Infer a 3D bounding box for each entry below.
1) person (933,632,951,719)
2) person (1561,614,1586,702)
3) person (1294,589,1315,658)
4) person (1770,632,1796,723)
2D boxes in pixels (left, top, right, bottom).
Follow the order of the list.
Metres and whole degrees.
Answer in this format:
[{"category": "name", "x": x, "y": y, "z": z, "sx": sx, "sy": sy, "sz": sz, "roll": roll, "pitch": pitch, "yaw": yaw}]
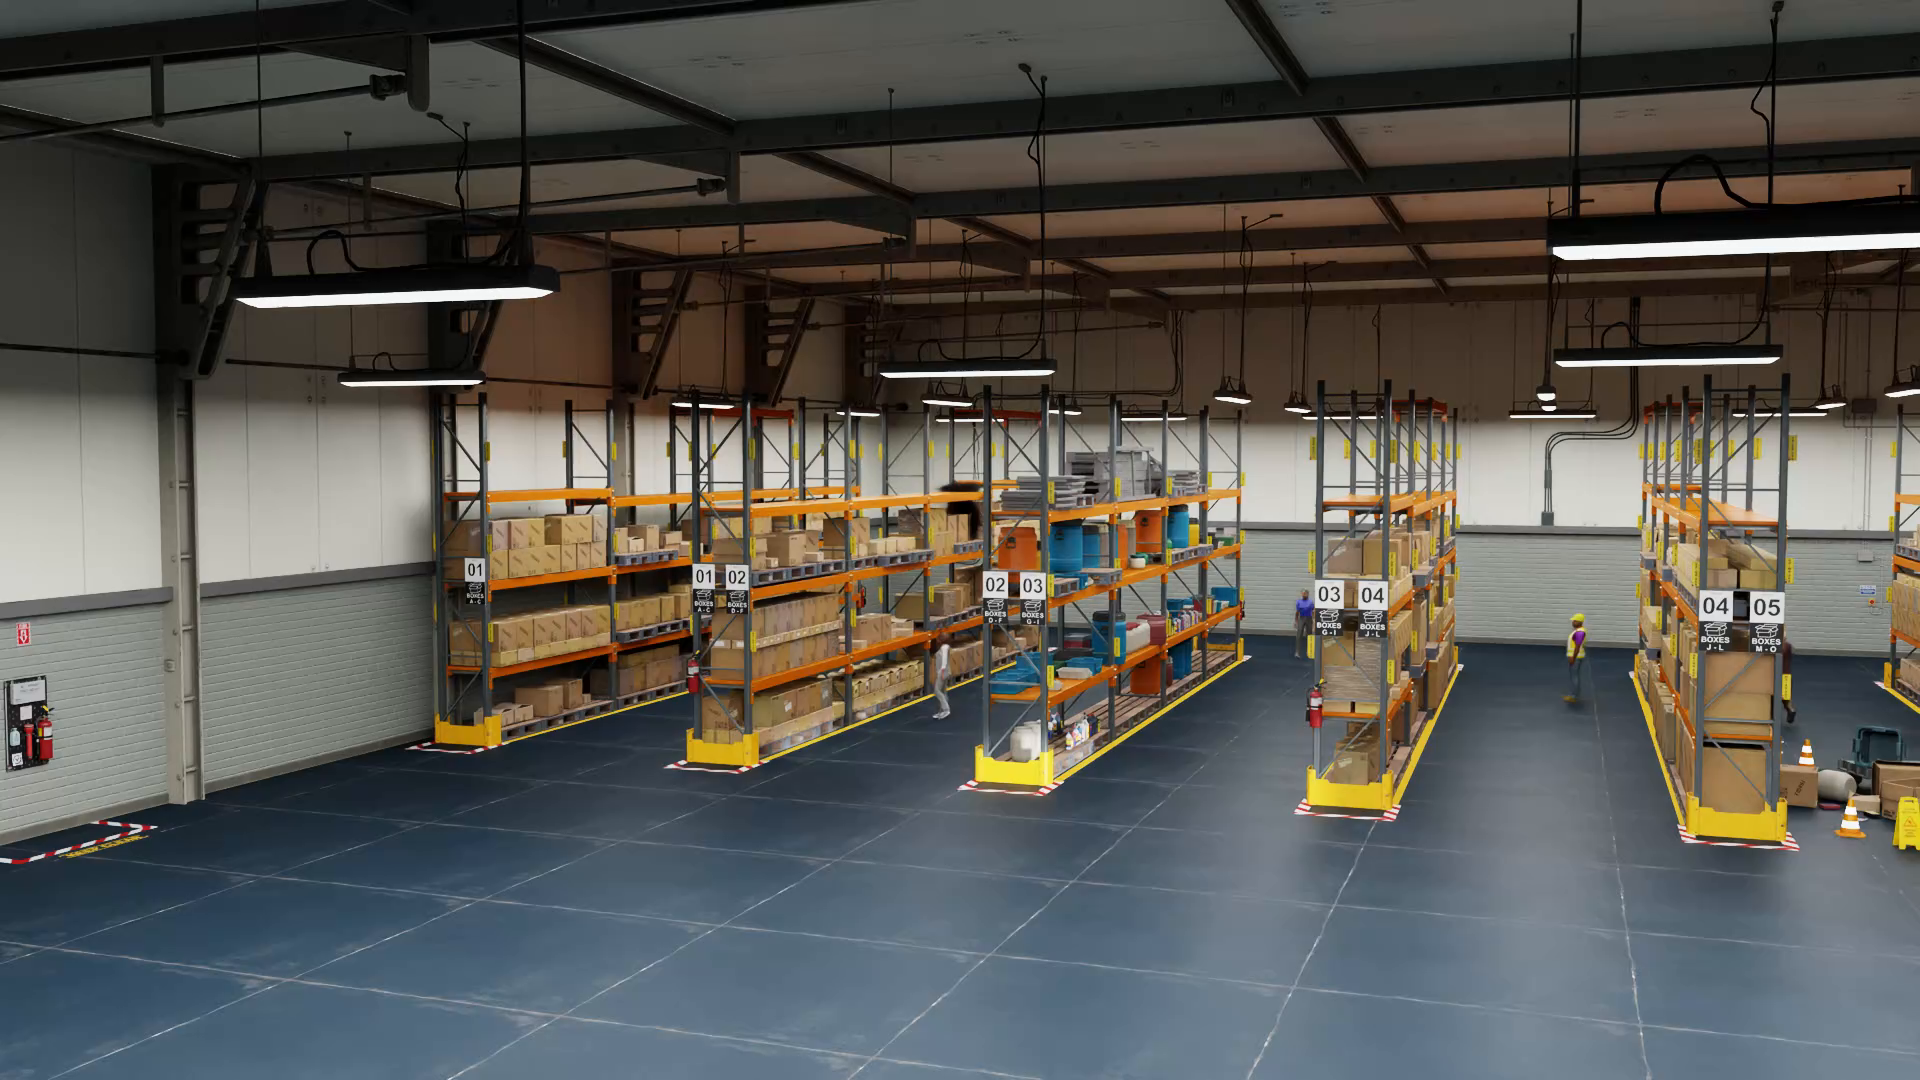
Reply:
[{"category": "person", "x": -0.335, "y": 2.539, "z": 31.230, "sx": 0.341, "sy": 1.613, "sz": 0.463, "roll": 0, "pitch": 3, "yaw": 6}, {"category": "person", "x": 12.269, "y": 2.349, "z": 33.293, "sx": 0.542, "sy": 1.769, "sz": 0.591, "roll": 2, "pitch": 4, "yaw": 35}, {"category": "person", "x": 8.397, "y": 2.025, "z": 40.491, "sx": 0.506, "sy": 1.671, "sz": 0.515, "roll": 1, "pitch": 3, "yaw": 13}, {"category": "person", "x": 15.085, "y": 2.509, "z": 30.707, "sx": 0.641, "sy": 1.745, "sz": 0.727, "roll": -1, "pitch": 3, "yaw": -15}]
